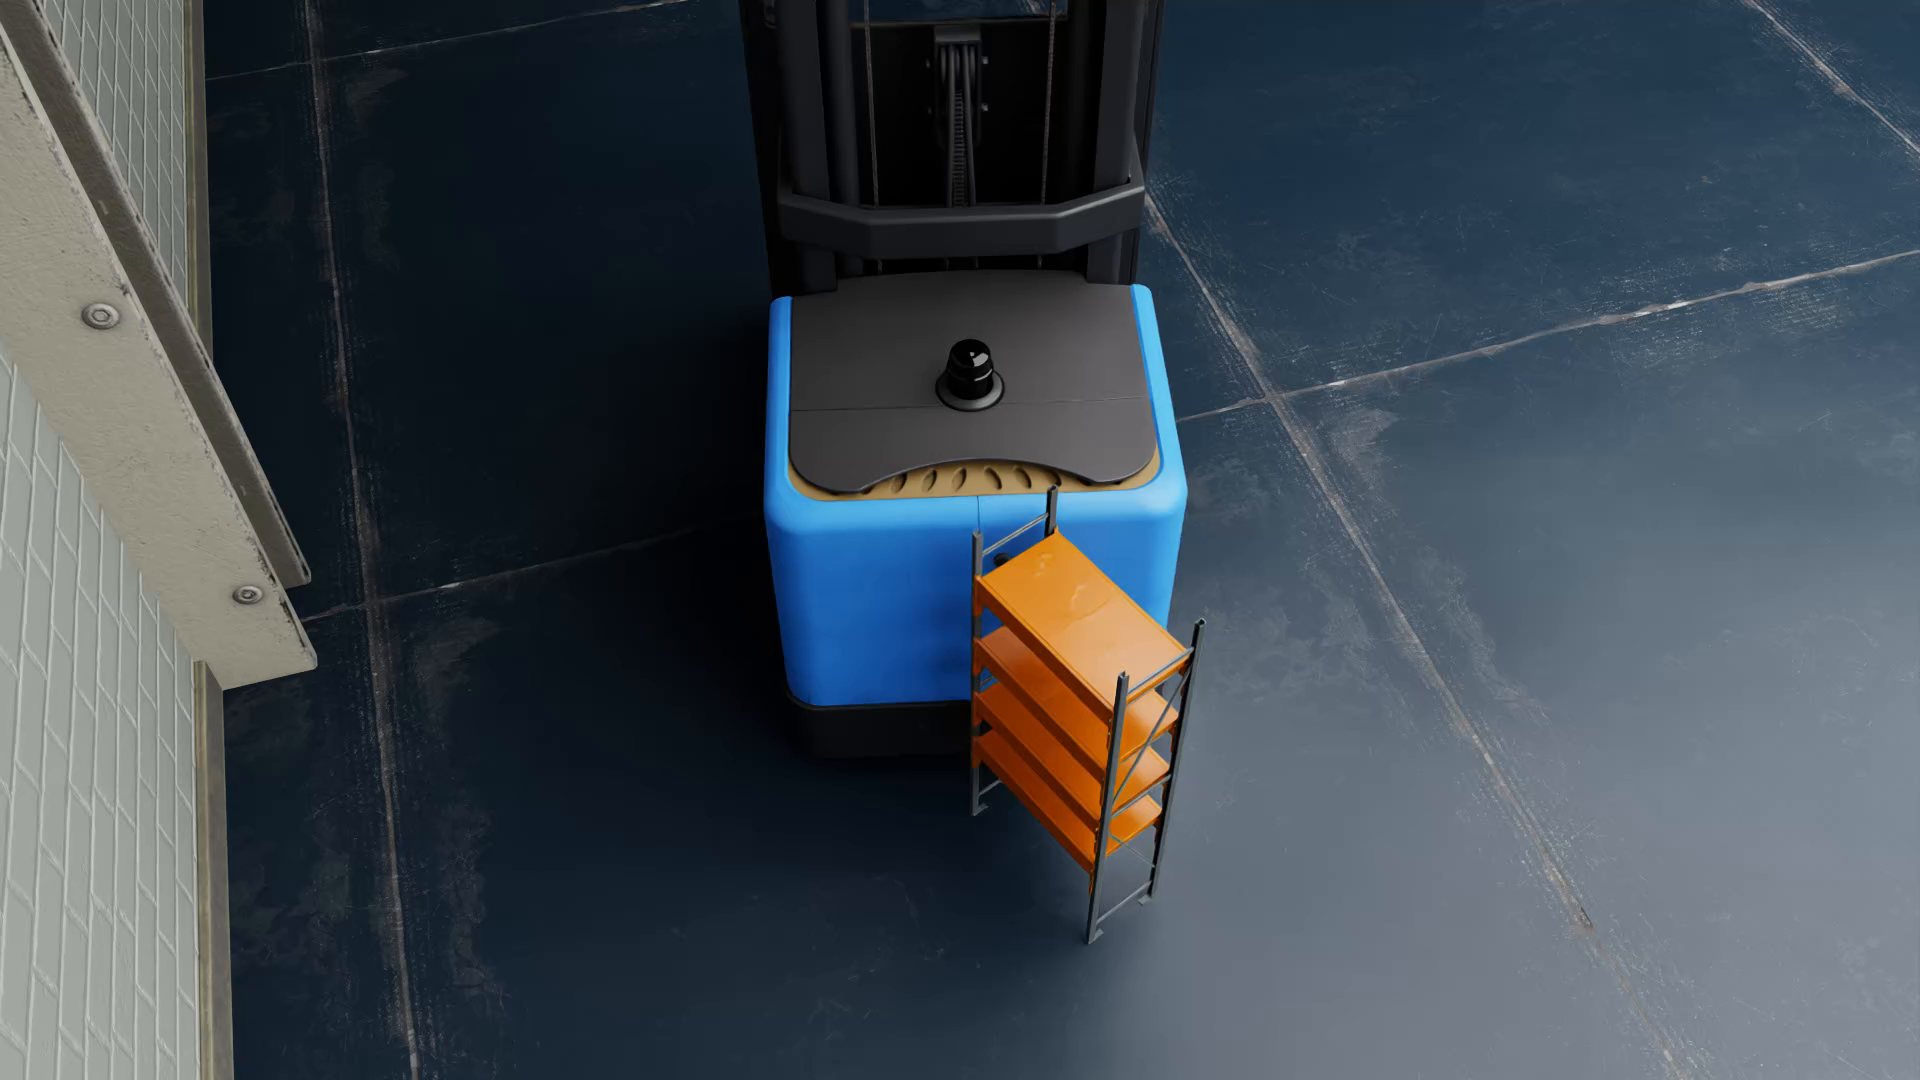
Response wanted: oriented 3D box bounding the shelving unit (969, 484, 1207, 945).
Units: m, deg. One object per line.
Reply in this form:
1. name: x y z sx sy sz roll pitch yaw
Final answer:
1. shelving unit: 0.275 0.467 4.072 0.258 1.200 0.503 -31 56 -23

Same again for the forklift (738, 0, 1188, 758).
1. forklift: -0.032 -1.461 4.565 1.130 2.935 3.031 -2 50 -2

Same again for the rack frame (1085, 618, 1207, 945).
1. rack frame: 0.426 0.613 3.948 0.240 1.200 0.015 -31 56 -23

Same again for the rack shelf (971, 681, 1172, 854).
1. rack shelf: 0.275 0.510 4.123 0.258 0.148 0.480 -31 56 -23

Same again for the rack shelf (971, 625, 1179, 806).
1. rack shelf: 0.275 0.366 3.952 0.258 0.148 0.480 -31 56 -23

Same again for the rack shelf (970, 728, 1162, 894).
1. rack shelf: 0.275 0.638 4.275 0.258 0.148 0.480 -31 56 -23

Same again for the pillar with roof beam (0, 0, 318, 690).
1. pillar with roof beam: 2.001 -3.605 2.403 9.100 9.000 0.400 -13 51 -11

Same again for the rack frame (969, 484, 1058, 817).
1. rack frame: 0.125 0.320 4.196 0.240 1.200 0.015 -31 56 -23

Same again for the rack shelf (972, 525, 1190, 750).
1. rack shelf: 0.275 0.213 3.771 0.258 0.148 0.480 -31 56 -23
